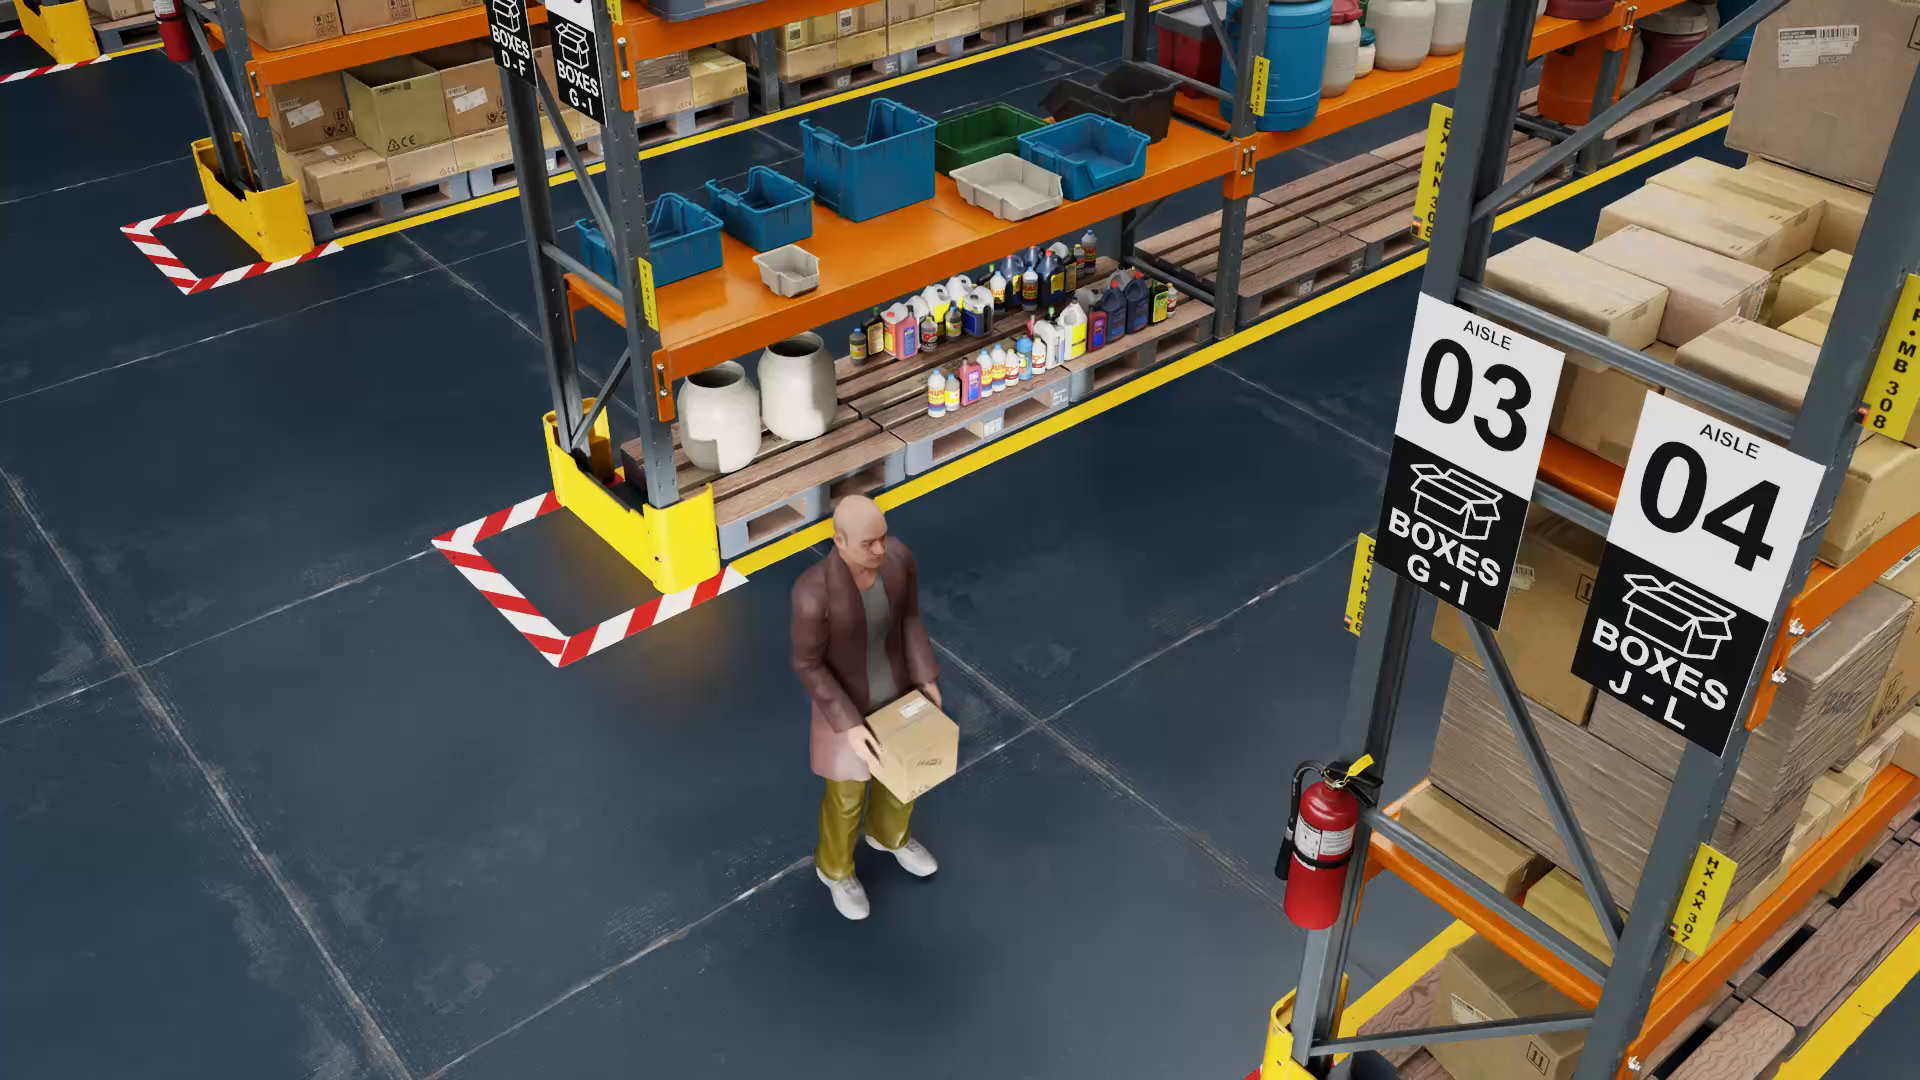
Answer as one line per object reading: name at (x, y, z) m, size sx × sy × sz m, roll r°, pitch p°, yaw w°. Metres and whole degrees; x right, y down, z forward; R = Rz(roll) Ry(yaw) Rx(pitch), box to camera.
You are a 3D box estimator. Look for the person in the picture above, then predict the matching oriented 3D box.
person at (-0.333, 0.611, 6.228) m, size 0.577 × 1.782 × 0.455 m, roll -27°, pitch 43°, yaw -32°
